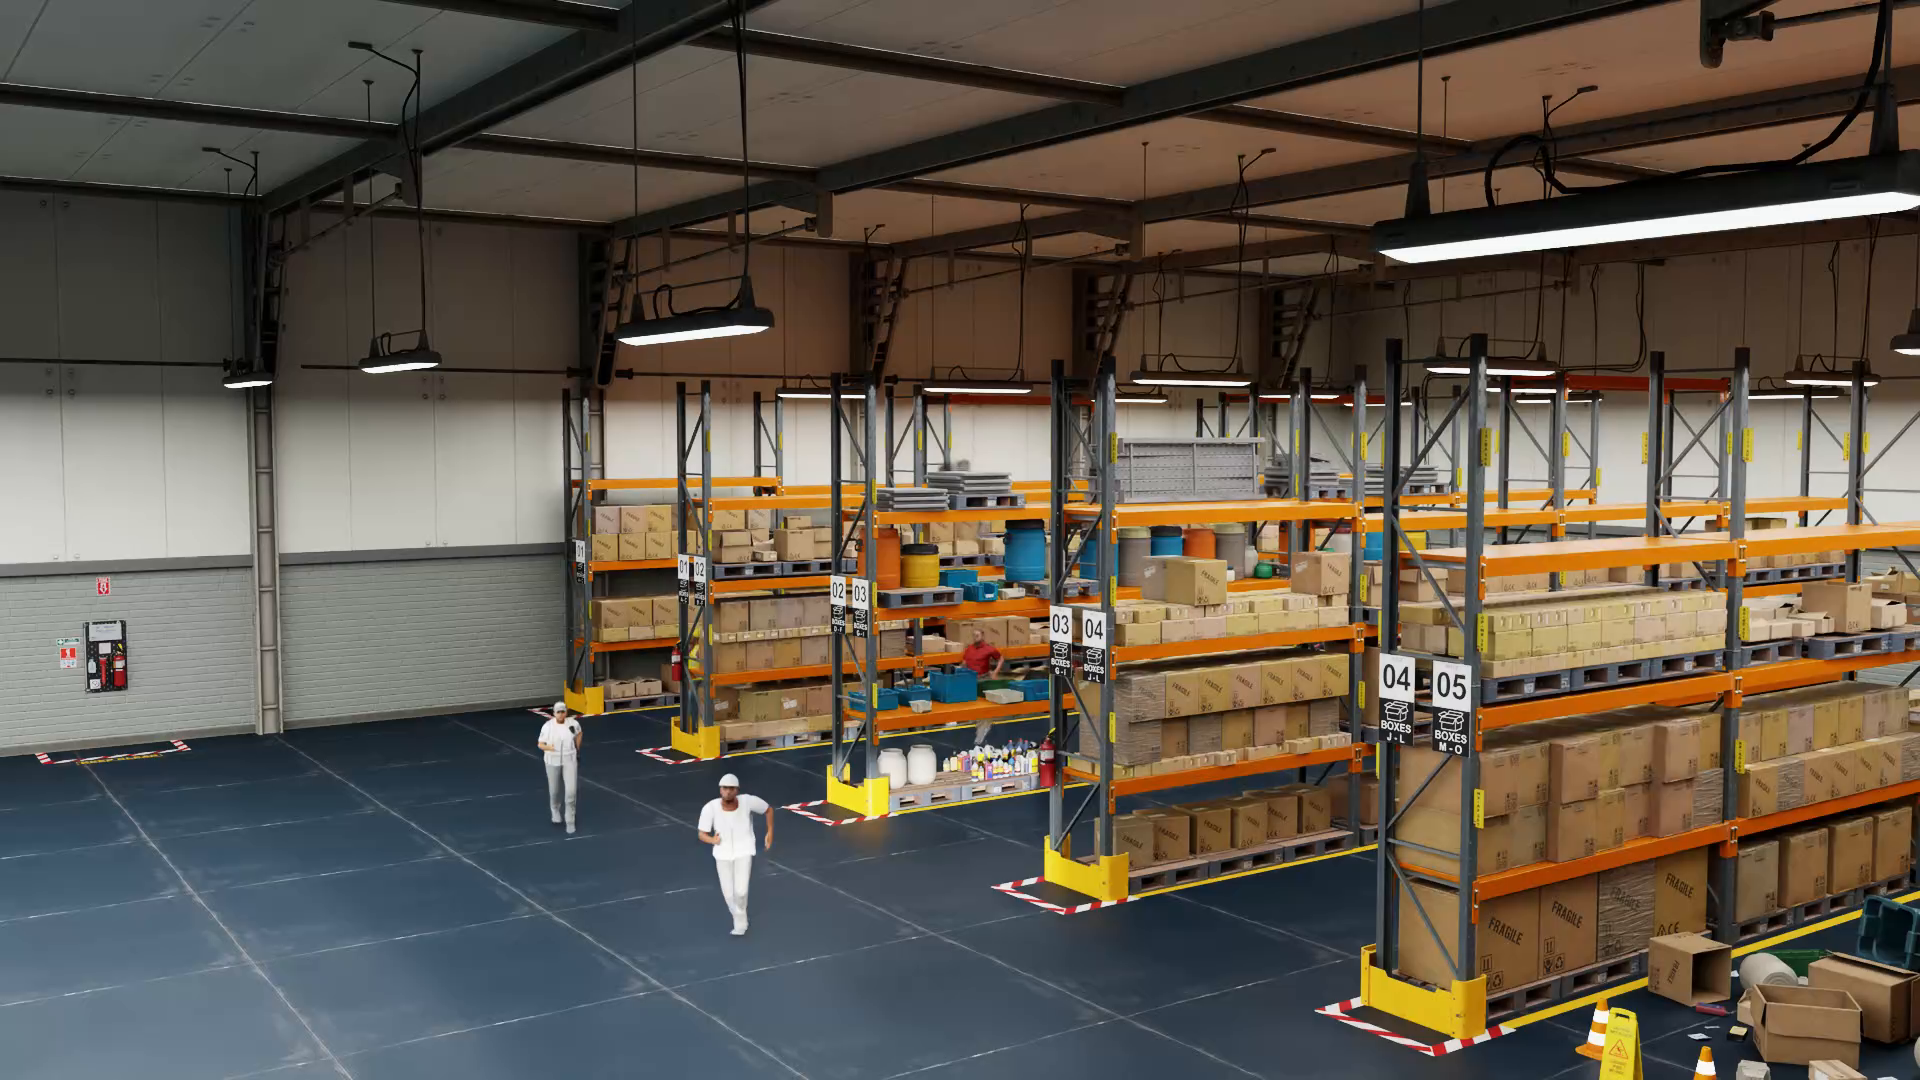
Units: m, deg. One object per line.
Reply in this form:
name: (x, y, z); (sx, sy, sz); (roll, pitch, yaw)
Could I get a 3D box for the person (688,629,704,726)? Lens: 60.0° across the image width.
person: (-4.598, 2.430, 28.757); (0.828, 1.807, 0.707); (-4, 5, -44)

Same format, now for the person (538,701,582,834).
person: (-5.219, 2.950, 21.739); (0.564, 1.716, 0.836); (-1, 4, -14)

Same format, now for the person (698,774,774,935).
person: (-2.277, 3.208, 16.867); (0.743, 1.707, 0.721); (0, 4, -2)

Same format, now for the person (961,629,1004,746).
person: (0.291, 2.359, 26.759); (0.633, 1.841, 0.739); (3, 5, 43)
